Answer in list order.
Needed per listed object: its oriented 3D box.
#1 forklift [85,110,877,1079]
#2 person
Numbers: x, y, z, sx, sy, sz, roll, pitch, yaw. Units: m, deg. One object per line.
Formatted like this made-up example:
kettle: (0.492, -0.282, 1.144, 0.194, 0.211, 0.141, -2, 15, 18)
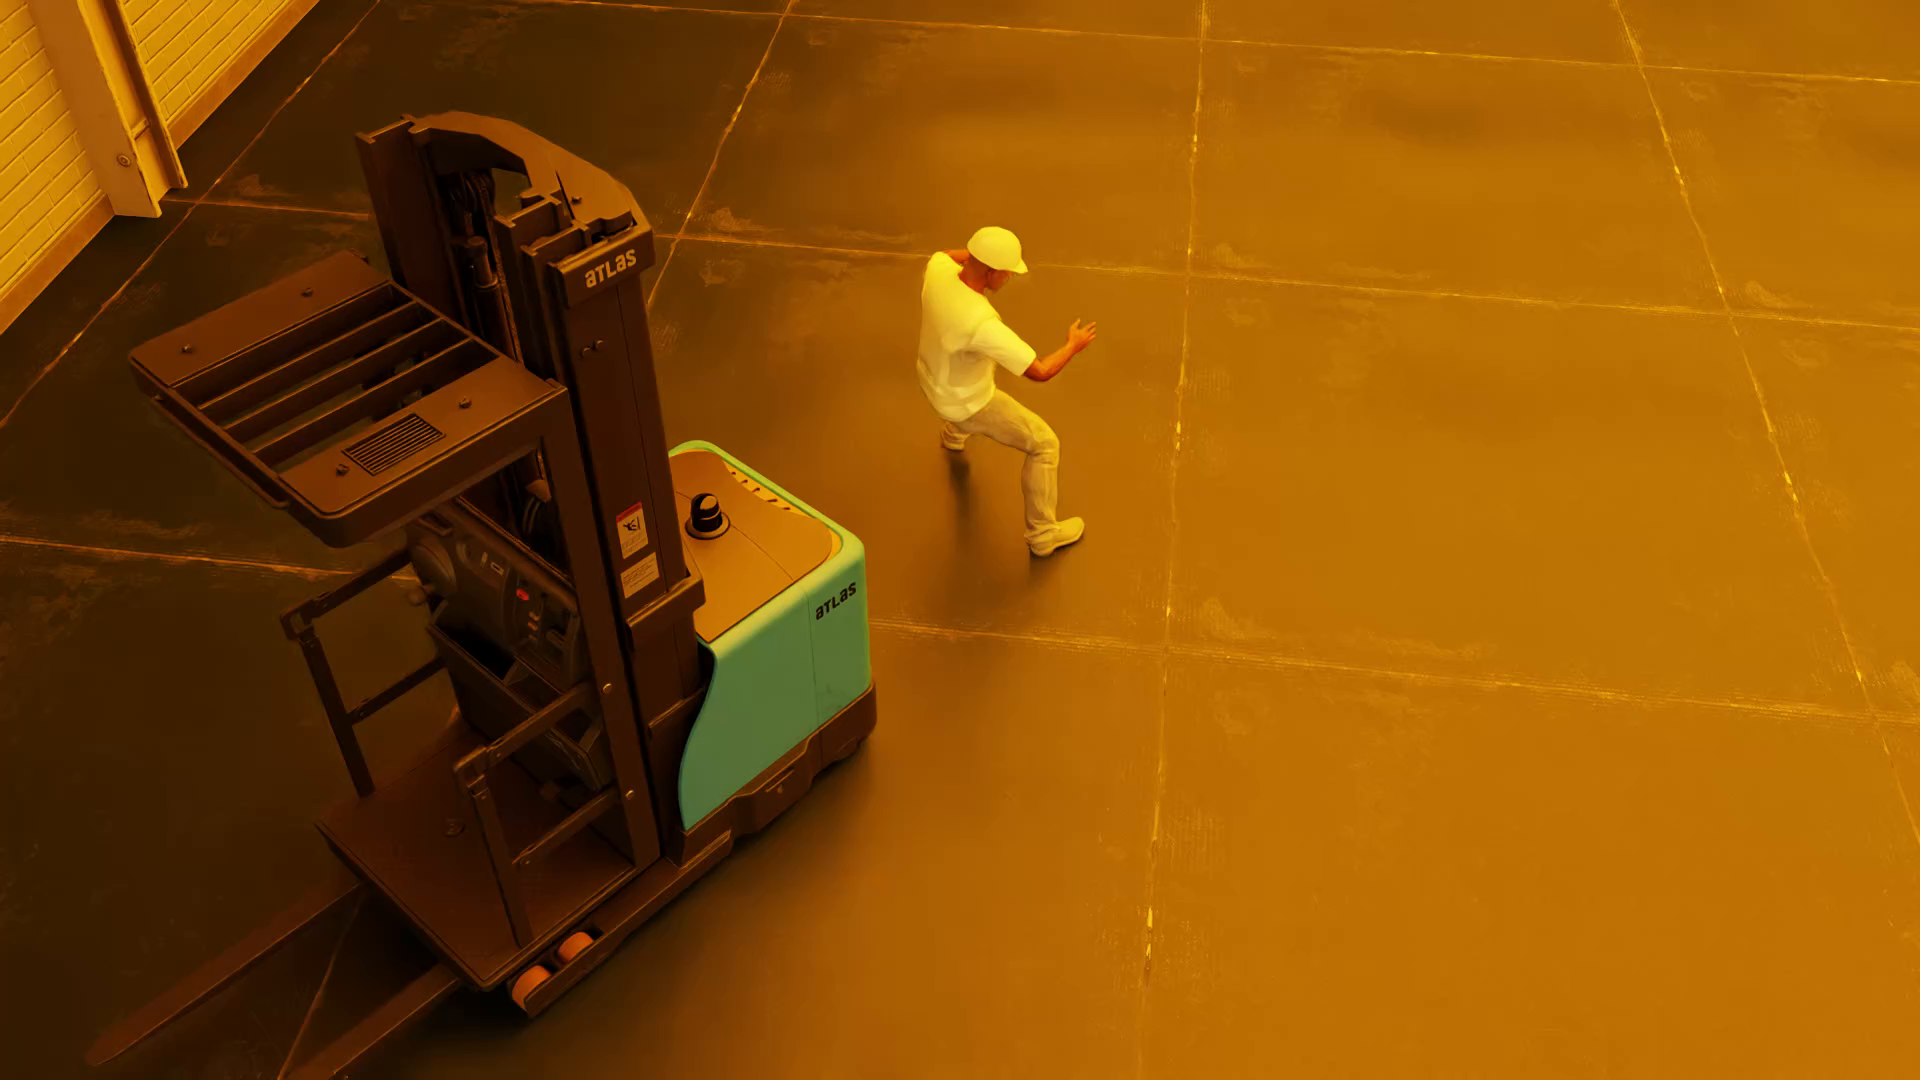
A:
forklift: (-1.711, 0.236, 5.468, 1.130, 2.935, 3.031, 32, 51, 30)
person: (0.183, -0.815, 7.650, 0.756, 1.534, 1.072, -15, 45, -16)
